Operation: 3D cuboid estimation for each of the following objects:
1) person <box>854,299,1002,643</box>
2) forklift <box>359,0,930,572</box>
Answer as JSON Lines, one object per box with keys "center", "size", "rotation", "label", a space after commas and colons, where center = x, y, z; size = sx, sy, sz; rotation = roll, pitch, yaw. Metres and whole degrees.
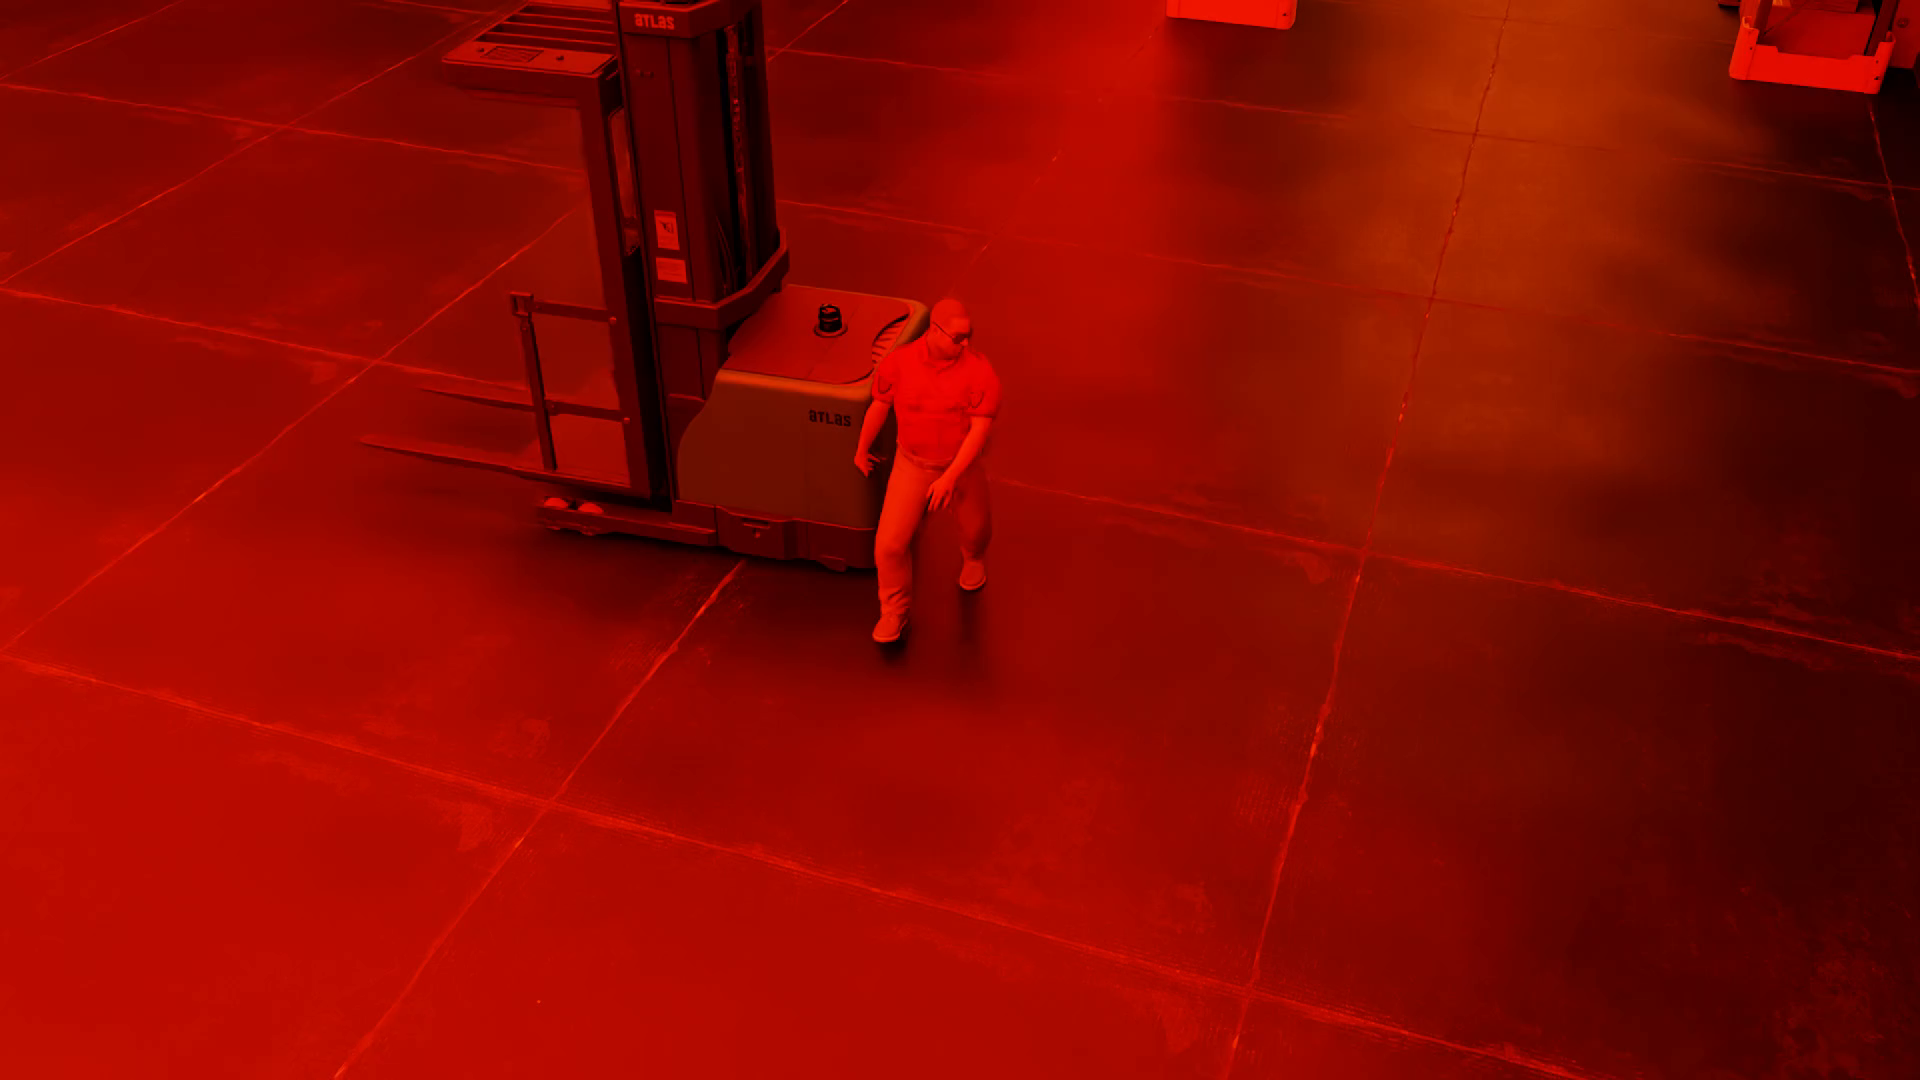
{"center": [-0.158, -0.348, 7.725], "size": [0.699, 1.644, 0.853], "rotation": [2, 35, 3], "label": "person"}
{"center": [-1.715, -1.504, 8.233], "size": [3.031, 2.935, 1.130], "rotation": [9, 36, 13], "label": "forklift"}
